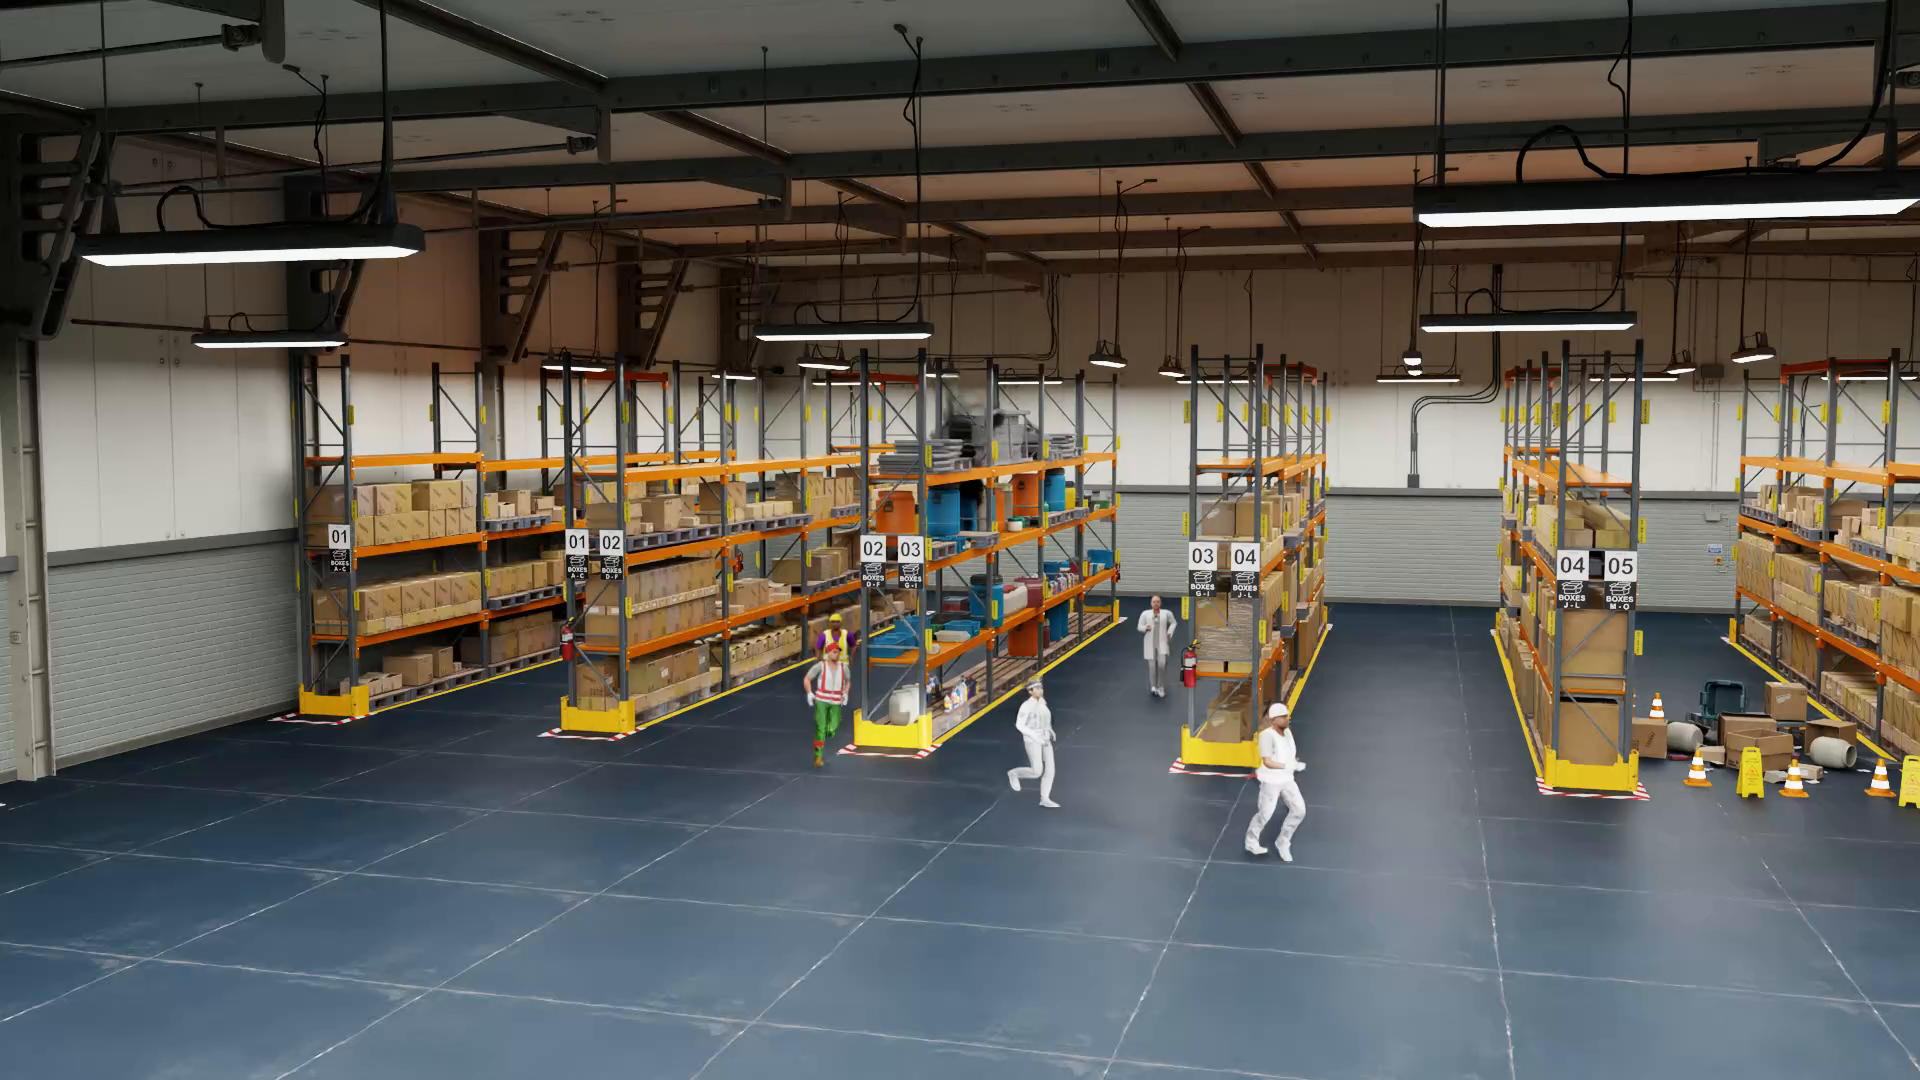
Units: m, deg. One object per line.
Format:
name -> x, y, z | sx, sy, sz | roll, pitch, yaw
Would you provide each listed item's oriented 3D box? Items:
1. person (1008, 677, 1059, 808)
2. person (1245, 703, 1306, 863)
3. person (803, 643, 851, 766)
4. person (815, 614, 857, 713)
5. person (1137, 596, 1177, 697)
person -> 0.986, 2.580, 21.370 | 0.773, 1.657, 0.633 | 4, 6, 43
person -> 3.566, 2.722, 18.606 | 0.657, 1.809, 0.822 | -4, 6, -41
person -> -1.913, 2.353, 24.093 | 0.705, 1.737, 0.664 | -2, 5, -19
person -> -2.048, 2.085, 27.528 | 0.698, 1.743, 0.778 | 0, 4, -4
person -> 3.503, 1.904, 29.637 | 0.688, 1.814, 0.755 | 1, 4, 9
